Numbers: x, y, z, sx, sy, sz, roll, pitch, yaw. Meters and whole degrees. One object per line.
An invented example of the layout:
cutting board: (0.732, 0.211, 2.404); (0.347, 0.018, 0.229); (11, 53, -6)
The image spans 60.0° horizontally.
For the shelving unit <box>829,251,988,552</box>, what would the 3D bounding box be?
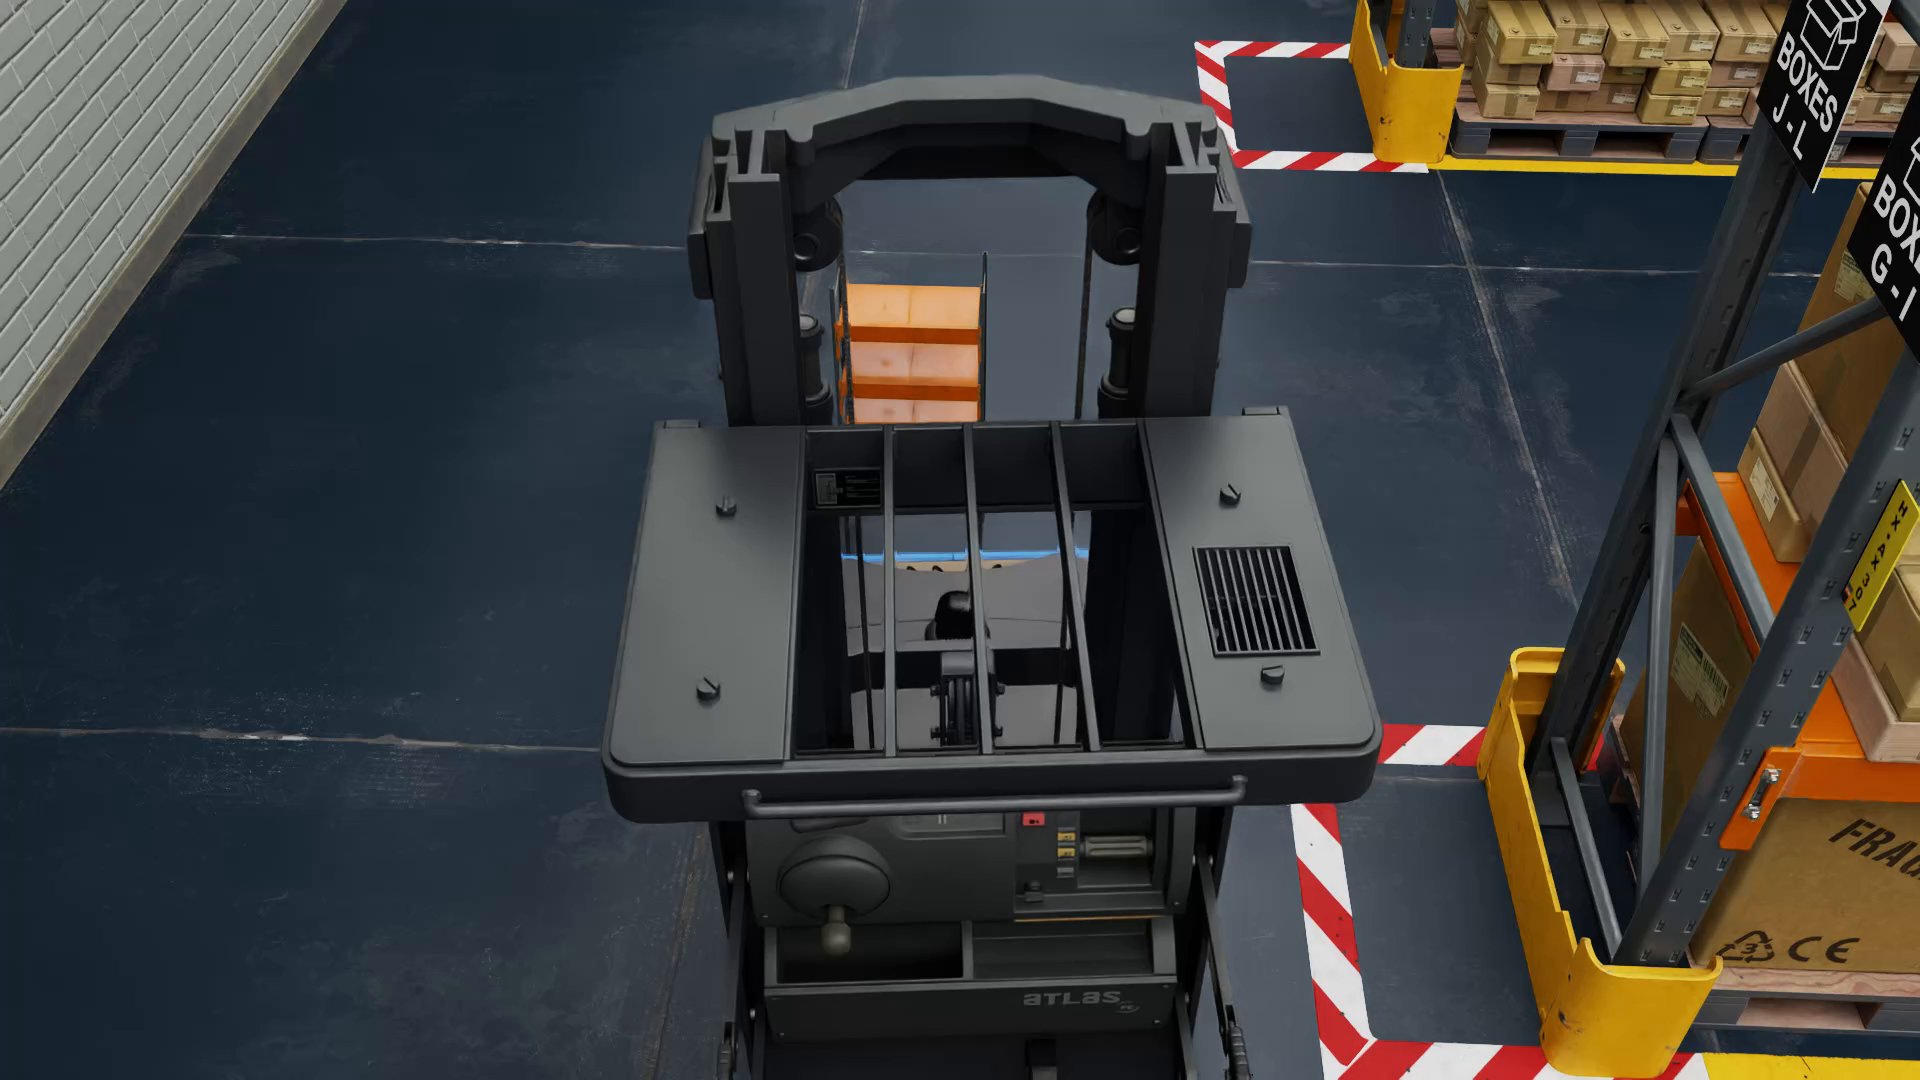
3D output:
shelving unit: (-0.165, -0.444, 5.846); (0.503, 1.200, 0.258); (2, 43, 2)

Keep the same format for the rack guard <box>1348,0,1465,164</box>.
rack guard: (2.266, -2.454, 8.517); (0.348, 0.500, 1.175); (2, 43, 2)

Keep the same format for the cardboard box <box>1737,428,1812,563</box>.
cardboard box: (2.237, -0.118, 4.360); (0.250, 0.149, 0.380); (3, 43, 3)

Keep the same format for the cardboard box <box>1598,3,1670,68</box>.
cardboard box: (3.225, -2.430, 8.005); (0.250, 0.149, 0.380); (2, 43, 2)

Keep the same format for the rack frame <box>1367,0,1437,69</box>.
rack frame: (2.190, -3.371, 7.668); (0.127, 3.000, 1.000); (2, 43, 2)

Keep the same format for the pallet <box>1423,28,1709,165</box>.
pallet: (3.076, -2.299, 8.563); (1.213, 0.211, 1.003); (2, 43, 2)

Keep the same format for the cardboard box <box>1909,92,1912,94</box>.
cardboard box: (4.745, -2.170, 8.162); (0.250, 0.149, 0.380); (2, 43, 2)

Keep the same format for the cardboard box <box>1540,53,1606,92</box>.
cardboard box: (2.973, -2.352, 8.140); (0.250, 0.149, 0.380); (2, 43, 2)

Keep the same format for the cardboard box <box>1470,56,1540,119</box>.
cardboard box: (2.699, -2.247, 8.245); (0.250, 0.149, 0.380); (3, 43, 3)

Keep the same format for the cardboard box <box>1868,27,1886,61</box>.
cardboard box: (4.269, -2.482, 8.061); (0.250, 0.149, 0.380); (2, 43, 2)

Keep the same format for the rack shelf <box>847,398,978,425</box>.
rack shelf: (-0.165, -0.395, 5.892); (0.480, 0.148, 0.258); (2, 43, 2)

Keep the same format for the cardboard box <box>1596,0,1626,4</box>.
cardboard box: (3.243, -2.887, 8.495); (0.250, 0.149, 0.380); (1, 43, 1)

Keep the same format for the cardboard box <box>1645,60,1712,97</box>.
cardboard box: (3.473, -2.323, 8.109); (0.250, 0.149, 0.380); (3, 43, 3)

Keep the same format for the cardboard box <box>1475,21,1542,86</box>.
cardboard box: (2.702, -2.399, 8.190); (0.250, 0.149, 0.380); (3, 43, 4)

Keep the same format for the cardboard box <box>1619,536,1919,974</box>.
cardboard box: (2.509, 0.593, 4.664); (0.875, 0.875, 0.875); (2, 43, 2)

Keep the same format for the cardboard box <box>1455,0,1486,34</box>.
cardboard box: (2.730, -2.768, 8.586); (0.250, 0.149, 0.380); (1, 43, 1)

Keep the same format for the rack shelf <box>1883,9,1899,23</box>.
rack shelf: (3.864, -0.769, 3.202); (4.000, 0.370, 1.077); (2, 43, 2)

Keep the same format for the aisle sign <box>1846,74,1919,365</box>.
aisle sign: (1.781, -0.746, 2.942); (0.004, 0.787, 0.394); (2, 43, 2)

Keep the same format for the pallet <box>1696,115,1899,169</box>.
pallet: (4.292, -2.260, 8.521); (1.213, 0.211, 1.003); (2, 43, 2)

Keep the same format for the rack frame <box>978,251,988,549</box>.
rack frame: (0.078, -0.437, 5.838); (0.015, 1.200, 0.240); (2, 43, 2)

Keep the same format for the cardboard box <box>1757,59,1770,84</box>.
cardboard box: (4.015, -2.400, 8.191); (0.250, 0.149, 0.380); (4, 43, 4)

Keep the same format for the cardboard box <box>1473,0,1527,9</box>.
cardboard box: (2.731, -2.855, 8.461); (0.250, 0.149, 0.380); (2, 43, 2)

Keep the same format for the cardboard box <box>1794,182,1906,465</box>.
cardboard box: (2.365, -0.489, 3.916); (0.500, 0.500, 0.500); (2, 43, 2)

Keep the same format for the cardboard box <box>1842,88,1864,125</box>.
cardboard box: (4.245, -2.209, 8.204); (0.250, 0.149, 0.380); (2, 43, 2)

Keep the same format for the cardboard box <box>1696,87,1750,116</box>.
cardboard box: (3.722, -2.267, 8.266); (0.250, 0.149, 0.380); (2, 43, 2)

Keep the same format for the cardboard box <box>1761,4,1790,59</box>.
cardboard box: (4.014, -2.425, 7.999); (0.250, 0.149, 0.380); (2, 43, 3)

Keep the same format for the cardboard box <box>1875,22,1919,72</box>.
cardboard box: (4.513, -2.400, 7.972); (0.250, 0.149, 0.380); (0, 43, 0)

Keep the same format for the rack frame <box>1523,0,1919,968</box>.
rack frame: (1.866, 0.004, 4.046); (0.127, 3.000, 1.000); (2, 43, 2)

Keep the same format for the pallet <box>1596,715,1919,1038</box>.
pallet: (2.668, 0.995, 5.027); (1.213, 0.211, 1.003); (2, 43, 2)

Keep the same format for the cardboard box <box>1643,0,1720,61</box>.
cardboard box: (3.477, -2.479, 8.057); (0.250, 0.149, 0.380); (0, 43, 0)

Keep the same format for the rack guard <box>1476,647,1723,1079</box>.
rack guard: (1.842, 0.917, 4.898); (0.348, 0.500, 1.175); (2, 43, 2)

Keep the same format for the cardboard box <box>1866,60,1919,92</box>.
cardboard box: (4.550, -2.348, 8.135); (0.250, 0.149, 0.380); (0, 43, 0)

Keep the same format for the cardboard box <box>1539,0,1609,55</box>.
cardboard box: (2.979, -2.525, 8.107); (0.250, 0.149, 0.380); (2, 43, 3)

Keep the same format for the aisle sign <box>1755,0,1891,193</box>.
aisle sign: (1.808, -1.154, 3.381); (0.004, 0.787, 0.394); (2, 43, 2)

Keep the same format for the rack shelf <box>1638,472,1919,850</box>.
rack shelf: (3.864, 0.328, 4.225); (4.000, 0.370, 1.077); (2, 43, 2)

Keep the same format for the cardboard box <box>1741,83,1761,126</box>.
cardboard box: (3.967, -2.200, 8.194); (0.250, 0.149, 0.380); (0, 43, 0)

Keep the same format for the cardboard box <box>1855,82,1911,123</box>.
cardboard box: (4.488, -2.224, 8.220); (0.250, 0.149, 0.380); (3, 43, 3)

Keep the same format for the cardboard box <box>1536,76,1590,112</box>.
cardboard box: (2.964, -2.295, 8.296); (0.250, 0.149, 0.380); (2, 43, 2)

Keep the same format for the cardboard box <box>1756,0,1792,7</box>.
cardboard box: (4.028, -2.782, 8.383); (0.250, 0.149, 0.380); (0, 43, 0)

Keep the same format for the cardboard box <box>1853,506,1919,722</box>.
cardboard box: (2.333, 0.148, 3.782); (0.500, 0.250, 0.500); (1, 43, 1)

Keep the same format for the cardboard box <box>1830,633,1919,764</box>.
cardboard box: (2.206, 0.331, 3.878); (0.250, 0.149, 0.380); (2, 43, 2)

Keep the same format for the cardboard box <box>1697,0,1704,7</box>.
cardboard box: (3.770, -2.866, 8.472); (0.250, 0.149, 0.380); (3, 43, 3)

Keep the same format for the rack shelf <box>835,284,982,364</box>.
rack shelf: (-0.165, -0.732, 5.579); (0.480, 0.148, 0.258); (2, 43, 2)

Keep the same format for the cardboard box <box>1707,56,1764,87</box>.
cardboard box: (3.742, -2.380, 8.169); (0.250, 0.149, 0.380); (0, 43, 0)

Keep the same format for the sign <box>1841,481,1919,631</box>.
sign: (1.835, 0.036, 3.318); (0.005, 0.325, 0.100); (2, 43, 2)

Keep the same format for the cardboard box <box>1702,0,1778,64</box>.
cardboard box: (3.753, -2.464, 8.041); (0.250, 0.149, 0.380); (3, 43, 4)

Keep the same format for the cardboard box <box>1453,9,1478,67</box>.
cardboard box: (2.726, -2.607, 8.631); (0.250, 0.149, 0.380); (2, 43, 3)

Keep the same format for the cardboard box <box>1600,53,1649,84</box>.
cardboard box: (3.222, -2.405, 8.196); (0.250, 0.149, 0.380); (2, 43, 2)

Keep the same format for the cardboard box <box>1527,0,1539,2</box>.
cardboard box: (2.979, -2.808, 8.411); (0.250, 0.149, 0.380); (3, 43, 3)

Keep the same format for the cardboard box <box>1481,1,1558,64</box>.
cardboard box: (2.698, -2.451, 8.028); (0.250, 0.149, 0.380); (0, 43, 0)

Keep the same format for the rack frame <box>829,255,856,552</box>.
rack frame: (-0.409, -0.452, 5.855); (0.015, 1.200, 0.240); (2, 43, 2)

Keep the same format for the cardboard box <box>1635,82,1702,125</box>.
cardboard box: (3.463, -2.209, 8.205); (0.250, 0.149, 0.380); (2, 43, 2)

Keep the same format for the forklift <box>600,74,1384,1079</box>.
forklift: (0.033, 0.743, 3.302); (1.130, 2.935, 3.031); (-1, 43, -2)

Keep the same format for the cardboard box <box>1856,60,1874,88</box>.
cardboard box: (4.285, -2.385, 8.174); (0.250, 0.149, 0.380); (4, 43, 4)

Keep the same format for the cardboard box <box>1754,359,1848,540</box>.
cardboard box: (2.362, -0.216, 4.173); (0.500, 0.250, 0.500); (1, 43, 1)

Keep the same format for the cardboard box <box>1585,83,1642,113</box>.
cardboard box: (3.213, -2.292, 8.293); (0.250, 0.149, 0.380); (2, 43, 2)

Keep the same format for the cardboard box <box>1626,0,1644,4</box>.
cardboard box: (3.499, -2.836, 8.441); (0.250, 0.149, 0.380); (0, 43, 0)

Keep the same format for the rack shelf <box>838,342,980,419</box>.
rack shelf: (-0.165, -0.559, 5.740); (0.480, 0.148, 0.258); (2, 43, 2)
